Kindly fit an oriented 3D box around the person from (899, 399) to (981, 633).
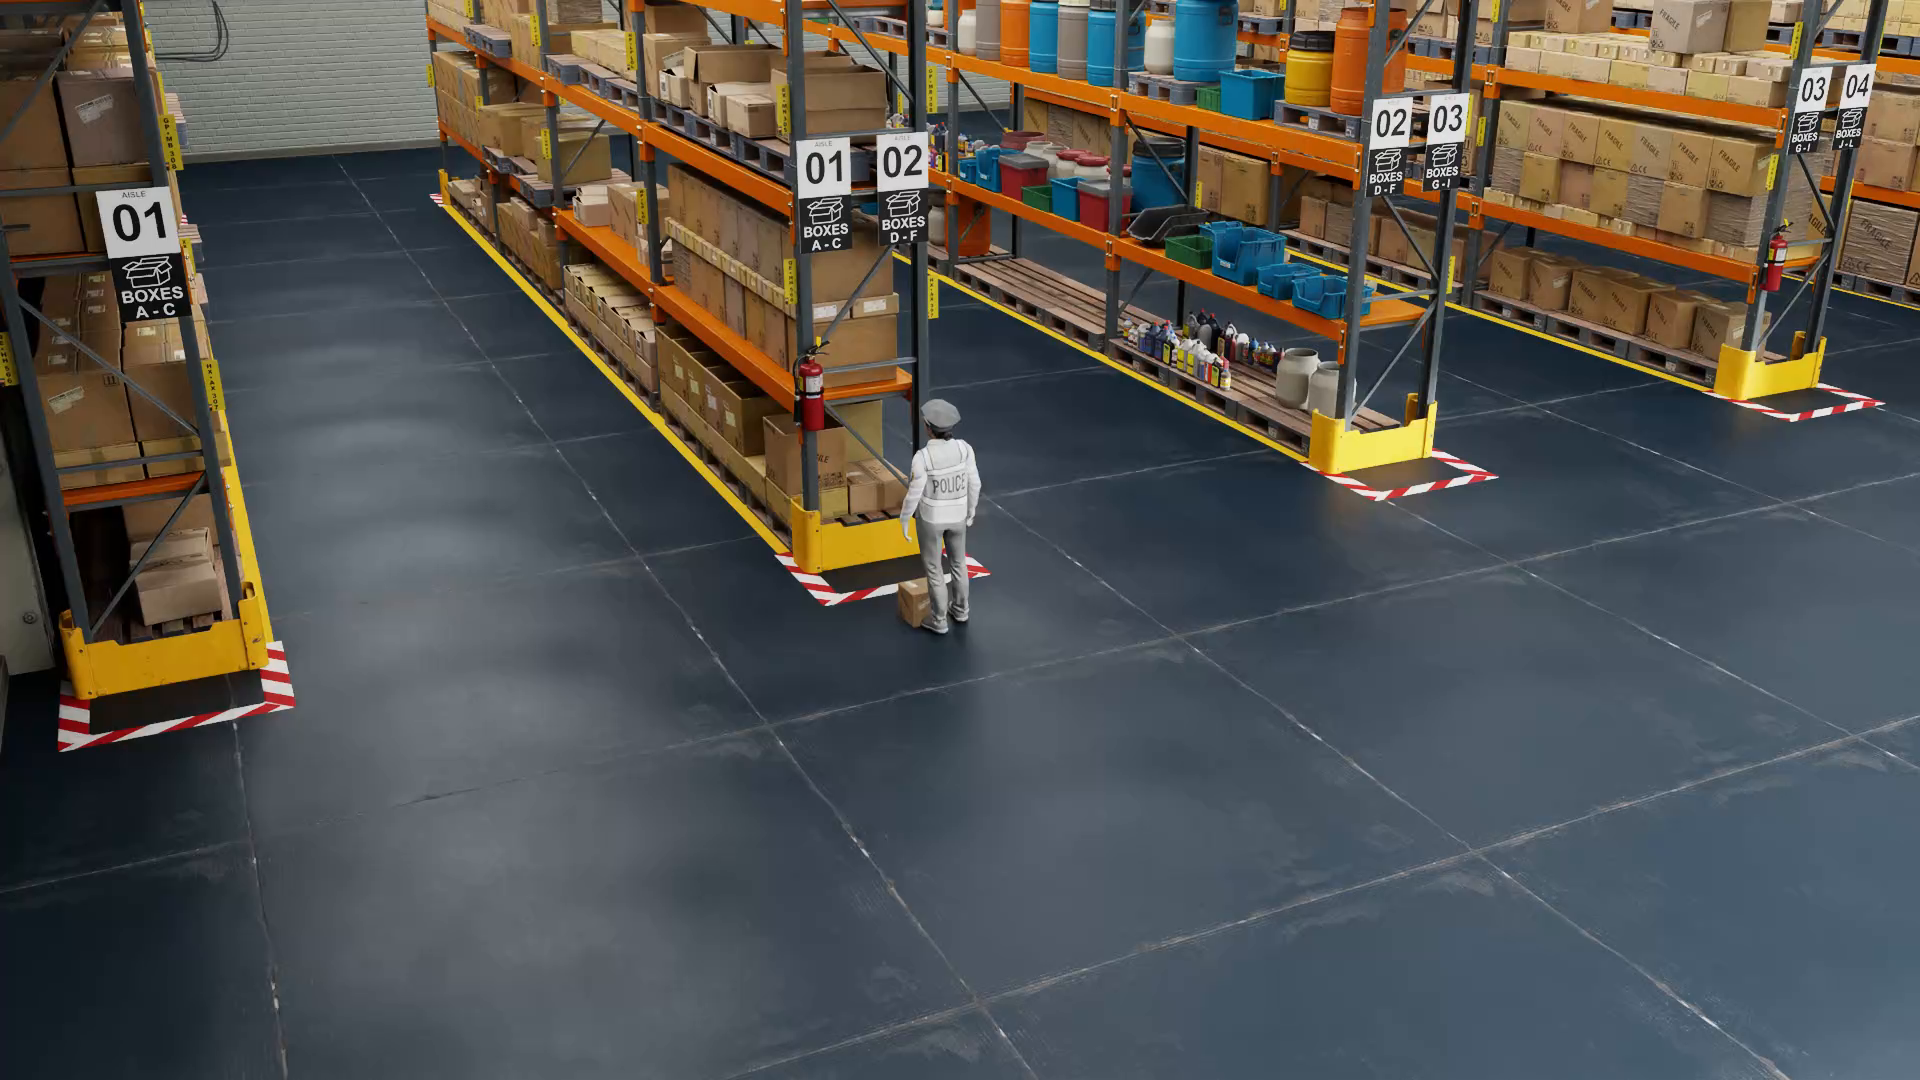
[{"bbox_3d":[-0.159,-0.171,11.347,0.587,1.694,0.529,-10,24,-24],"label":"person"}]
